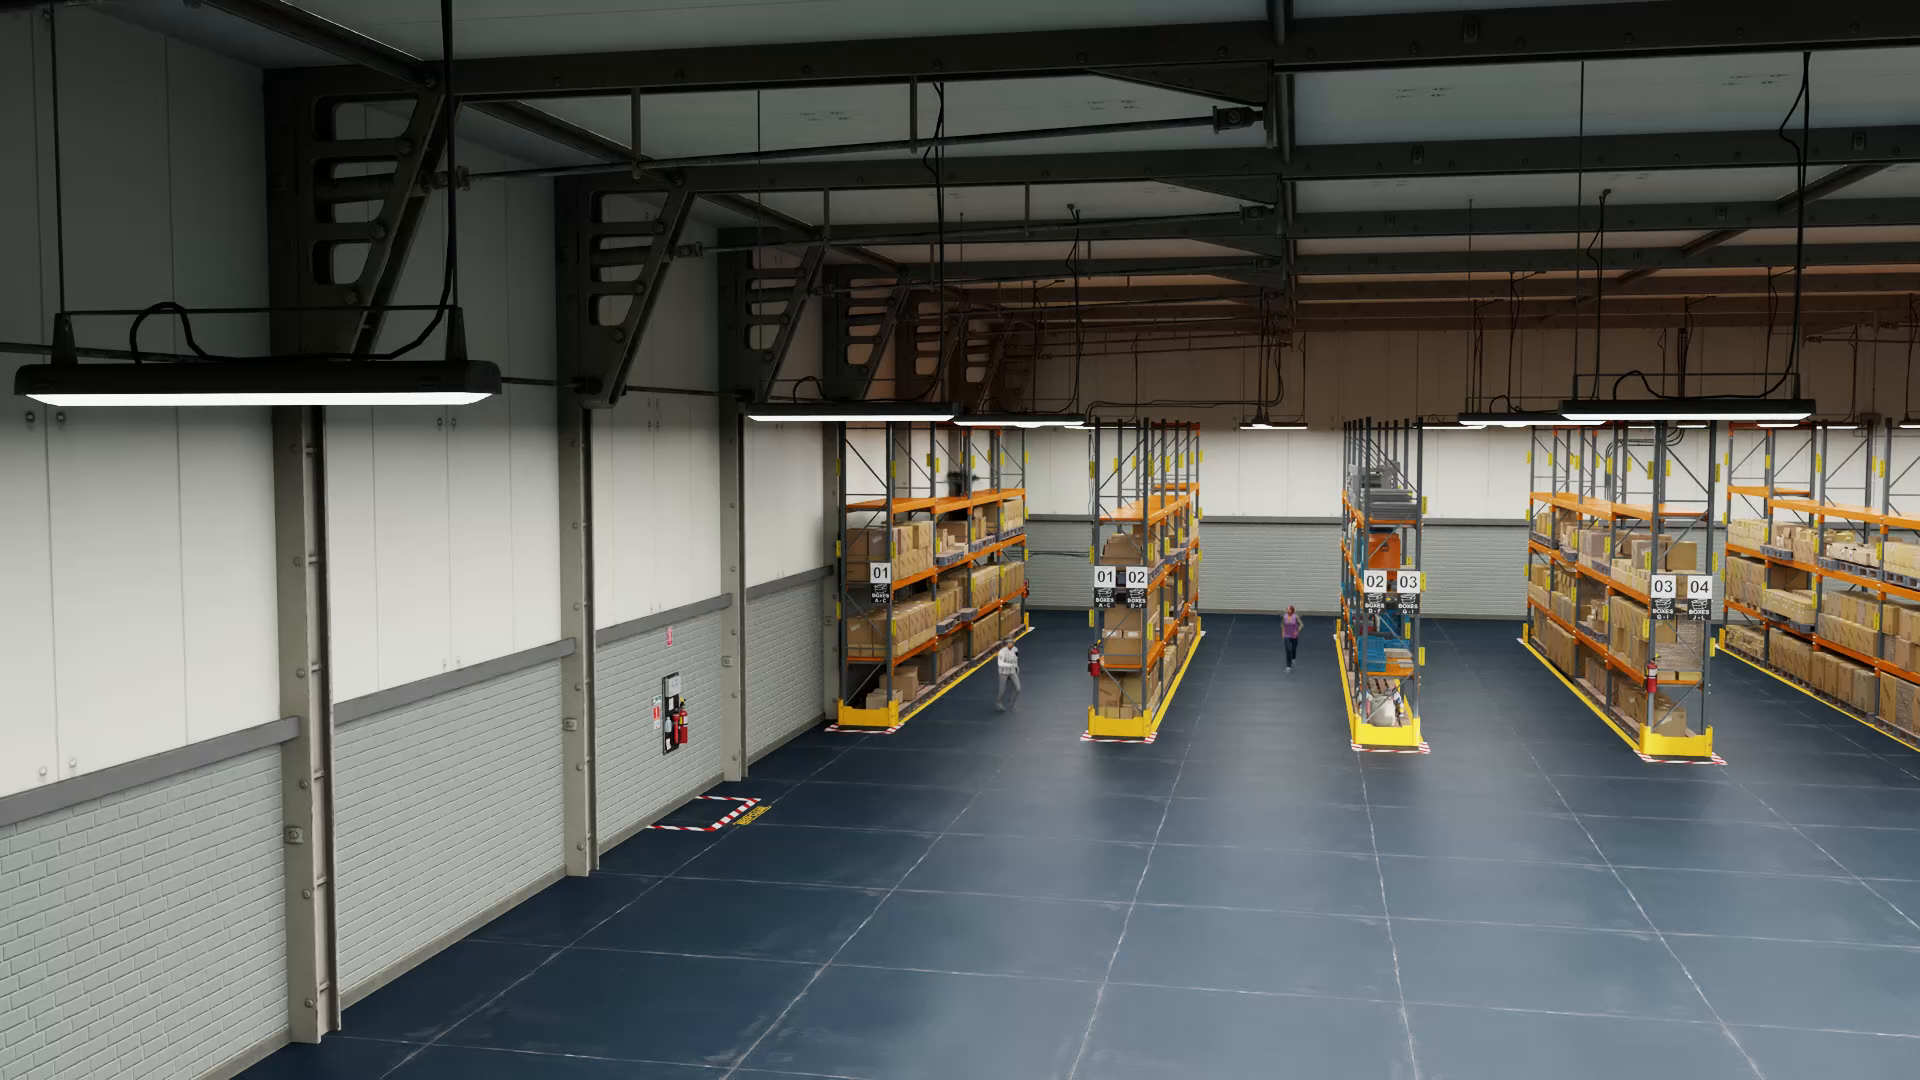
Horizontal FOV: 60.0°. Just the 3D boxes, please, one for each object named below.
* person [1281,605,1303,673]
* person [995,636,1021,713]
[{"bbox_3d":[7.965,2.344,39.896,0.532,1.606,0.733,1,4,17],"label":"person"},{"bbox_3d":[0.987,2.729,33.829,0.602,1.604,0.900,-2,4,-24],"label":"person"}]
